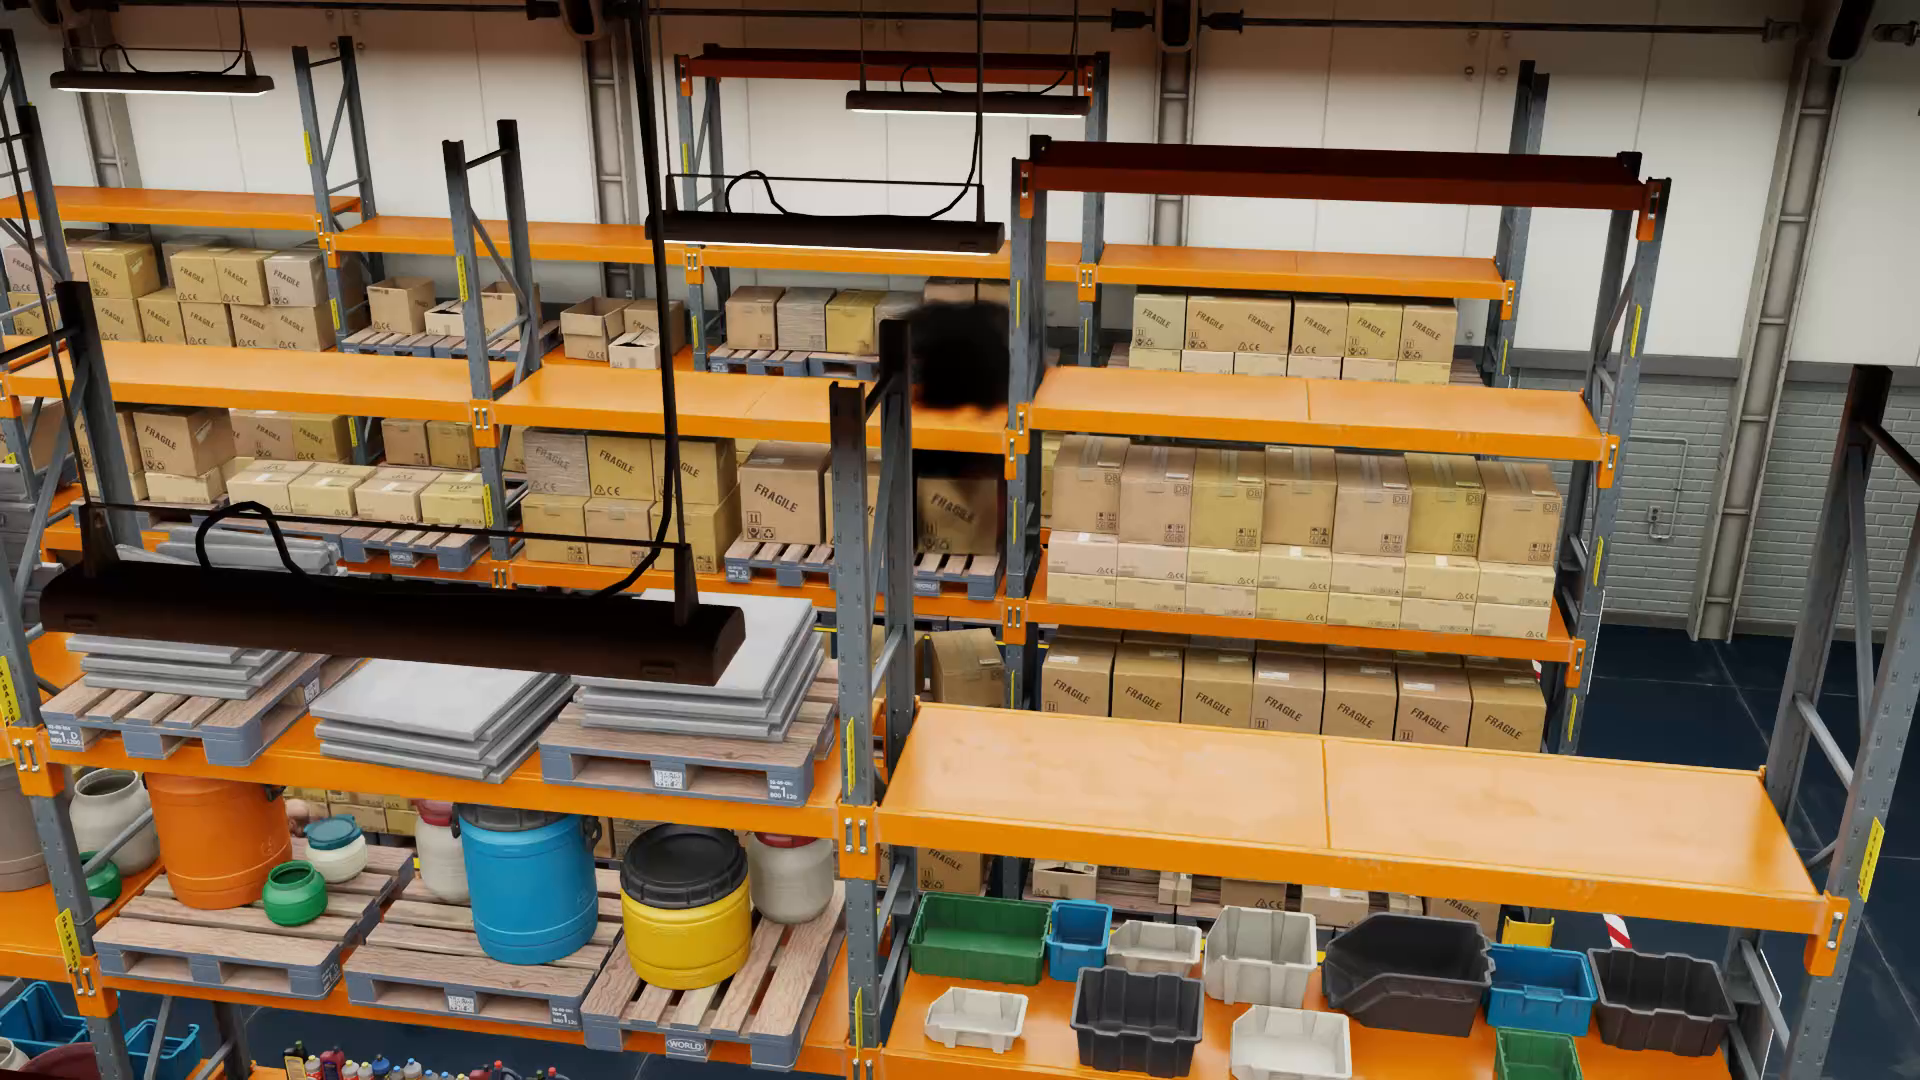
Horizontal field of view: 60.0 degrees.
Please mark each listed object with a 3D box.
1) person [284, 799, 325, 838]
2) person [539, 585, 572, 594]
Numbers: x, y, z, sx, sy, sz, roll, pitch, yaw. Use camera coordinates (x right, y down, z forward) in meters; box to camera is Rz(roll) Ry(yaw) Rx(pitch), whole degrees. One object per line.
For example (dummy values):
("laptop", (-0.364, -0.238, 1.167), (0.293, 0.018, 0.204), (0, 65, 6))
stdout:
("person", (-4.412, 2.606, 12.047), (0.784, 1.722, 0.729), (-9, 24, -19))
("person", (-3.978, 0.757, 16.575), (0.560, 1.556, 0.610), (-2, 23, -6))
